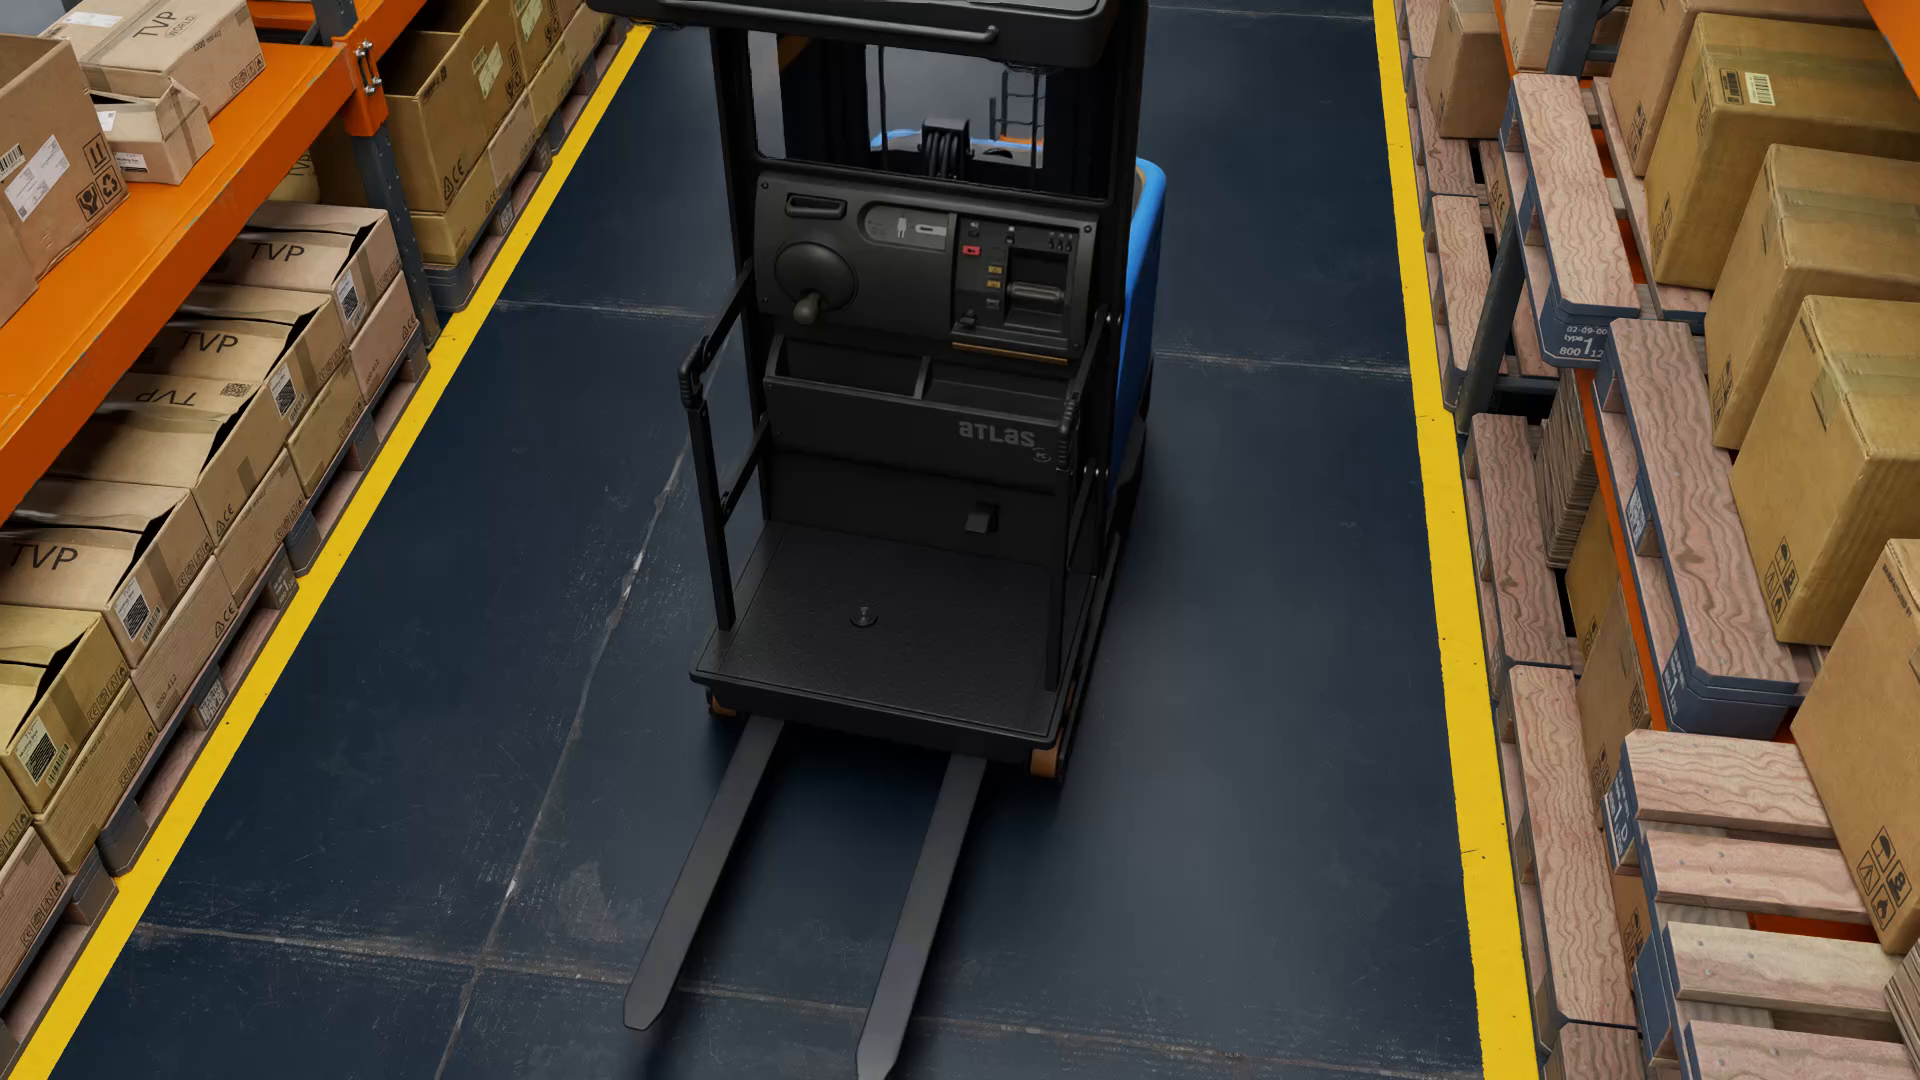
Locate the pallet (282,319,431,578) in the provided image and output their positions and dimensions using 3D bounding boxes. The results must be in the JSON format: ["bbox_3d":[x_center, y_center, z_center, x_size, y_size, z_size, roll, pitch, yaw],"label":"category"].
[{"bbox_3d":[-2.626,-0.400,6.019,1.003,0.211,1.213,5,44,6],"label":"pallet"}]

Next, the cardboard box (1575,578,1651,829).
[{"bbox_3d":[2.136,0.481,4.558,0.700,0.500,0.500,6,44,6],"label":"cardboard box"}]

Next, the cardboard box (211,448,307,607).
[{"bbox_3d":[-2.471,-0.070,5.337,0.500,0.250,0.500,6,44,6],"label":"cardboard box"}]

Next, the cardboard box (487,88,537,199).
[{"bbox_3d":[-2.134,-1.701,7.059,0.500,0.250,0.500,5,44,6],"label":"cardboard box"}]

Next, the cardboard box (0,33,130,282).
[{"bbox_3d":[-2.755,-1.074,4.630,0.500,0.500,0.500,8,44,9],"label":"cardboard box"}]

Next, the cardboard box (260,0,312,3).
[{"bbox_3d":[-2.515,-2.258,5.880,0.700,0.500,0.500,4,44,4],"label":"cardboard box"}]

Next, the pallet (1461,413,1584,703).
[{"bbox_3d":[2.242,0.073,5.520,1.003,0.211,1.213,5,44,6],"label":"pallet"}]

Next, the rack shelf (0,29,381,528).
[{"bbox_3d":[-2.832,-0.294,4.402,1.077,0.370,4.000,5,44,6],"label":"rack shelf"}]

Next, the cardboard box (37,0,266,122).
[{"bbox_3d":[-2.589,-1.524,5.287,0.500,0.250,0.500,8,44,8],"label":"cardboard box"}]

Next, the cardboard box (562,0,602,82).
[{"bbox_3d":[-2.003,-2.383,7.779,0.500,0.250,0.500,5,44,6],"label":"cardboard box"}]

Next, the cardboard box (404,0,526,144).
[{"bbox_3d":[-2.137,-1.974,6.802,0.500,0.500,0.500,5,44,6],"label":"cardboard box"}]

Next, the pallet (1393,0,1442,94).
[{"bbox_3d":[2.720,-2.582,8.323,1.003,0.211,1.213,5,44,6],"label":"pallet"}]

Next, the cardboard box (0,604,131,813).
[{"bbox_3d":[-2.605,0.414,4.418,0.500,0.311,0.500,4,44,4],"label":"cardboard box"}]

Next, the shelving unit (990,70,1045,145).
[{"bbox_3d":[0.241,-1.094,6.033,0.258,1.200,0.189,10,44,10],"label":"shelving unit"}]

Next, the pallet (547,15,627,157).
[{"bbox_3d":[-2.262,-2.278,8.002,1.003,0.211,1.213,5,44,6],"label":"pallet"}]

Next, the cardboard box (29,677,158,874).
[{"bbox_3d":[-2.608,0.626,4.602,0.500,0.250,0.500,4,44,4],"label":"cardboard box"}]

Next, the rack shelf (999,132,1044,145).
[{"bbox_3d":[0.241,-1.323,5.816,0.258,0.103,0.180,10,44,10],"label":"rack shelf"}]

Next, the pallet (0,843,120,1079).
[{"bbox_3d":[-2.949,1.263,4.263,1.003,0.211,1.213,5,44,6],"label":"pallet"}]

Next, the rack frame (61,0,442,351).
[{"bbox_3d":[-2.567,-1.918,5.594,1.000,3.000,0.127,5,44,6],"label":"rack frame"}]

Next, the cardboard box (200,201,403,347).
[{"bbox_3d":[-2.337,-0.974,5.883,0.500,0.311,0.500,5,44,6],"label":"cardboard box"}]

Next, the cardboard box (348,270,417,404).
[{"bbox_3d":[-2.335,-0.763,6.069,0.500,0.250,0.500,5,44,5],"label":"cardboard box"}]

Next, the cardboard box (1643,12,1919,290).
[{"bbox_3d":[2.161,-0.943,4.171,0.700,0.500,0.500,9,44,10],"label":"cardboard box"}]

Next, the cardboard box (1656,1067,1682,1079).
[{"bbox_3d":[2.041,1.167,3.833,0.700,0.500,0.500,5,44,5],"label":"cardboard box"}]

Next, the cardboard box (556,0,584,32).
[{"bbox_3d":[-2.000,-2.655,7.521,0.500,0.500,0.500,5,44,6],"label":"cardboard box"}]

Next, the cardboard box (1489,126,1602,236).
[{"bbox_3d":[2.441,-1.434,6.580,0.500,0.500,0.500,2,43,2],"label":"cardboard box"}]

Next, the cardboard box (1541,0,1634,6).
[{"bbox_3d":[2.099,-2.046,5.278,0.500,0.500,0.500,5,44,5],"label":"cardboard box"}]

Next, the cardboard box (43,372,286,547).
[{"bbox_3d":[-2.468,-0.279,5.149,0.500,0.311,0.500,5,44,5],"label":"cardboard box"}]

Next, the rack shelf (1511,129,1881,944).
[{"bbox_3d":[2.079,0.154,3.929,1.077,0.370,4.000,5,44,6],"label":"rack shelf"}]

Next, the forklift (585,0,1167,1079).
[{"bbox_3d":[-0.152,-0.646,4.300,1.130,2.935,3.031,10,44,10],"label":"forklift"}]

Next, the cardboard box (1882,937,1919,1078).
[{"bbox_3d":[1.867,0.738,2.396,0.700,0.500,0.500,1,43,1],"label":"cardboard box"}]

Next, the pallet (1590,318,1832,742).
[{"bbox_3d":[2.036,-0.028,3.737,1.003,0.211,1.213,5,44,6],"label":"pallet"}]

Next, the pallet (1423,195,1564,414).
[{"bbox_3d":[2.397,-0.919,6.567,1.003,0.211,1.213,5,44,6],"label":"pallet"}]

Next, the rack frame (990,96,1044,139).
[{"bbox_3d":[0.219,-1.033,5.968,0.240,1.200,0.006,10,44,10],"label":"rack frame"}]

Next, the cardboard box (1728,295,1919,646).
[{"bbox_3d":[2.009,-0.113,3.295,0.700,0.500,0.500,5,44,6],"label":"cardboard box"}]

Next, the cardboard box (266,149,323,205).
[{"bbox_3d":[-2.723,-1.408,6.750,0.500,0.250,0.500,5,44,6],"label":"cardboard box"}]

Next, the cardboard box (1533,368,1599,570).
[{"bbox_3d":[2.262,-0.220,5.298,0.700,0.500,0.500,7,44,7],"label":"cardboard box"}]
